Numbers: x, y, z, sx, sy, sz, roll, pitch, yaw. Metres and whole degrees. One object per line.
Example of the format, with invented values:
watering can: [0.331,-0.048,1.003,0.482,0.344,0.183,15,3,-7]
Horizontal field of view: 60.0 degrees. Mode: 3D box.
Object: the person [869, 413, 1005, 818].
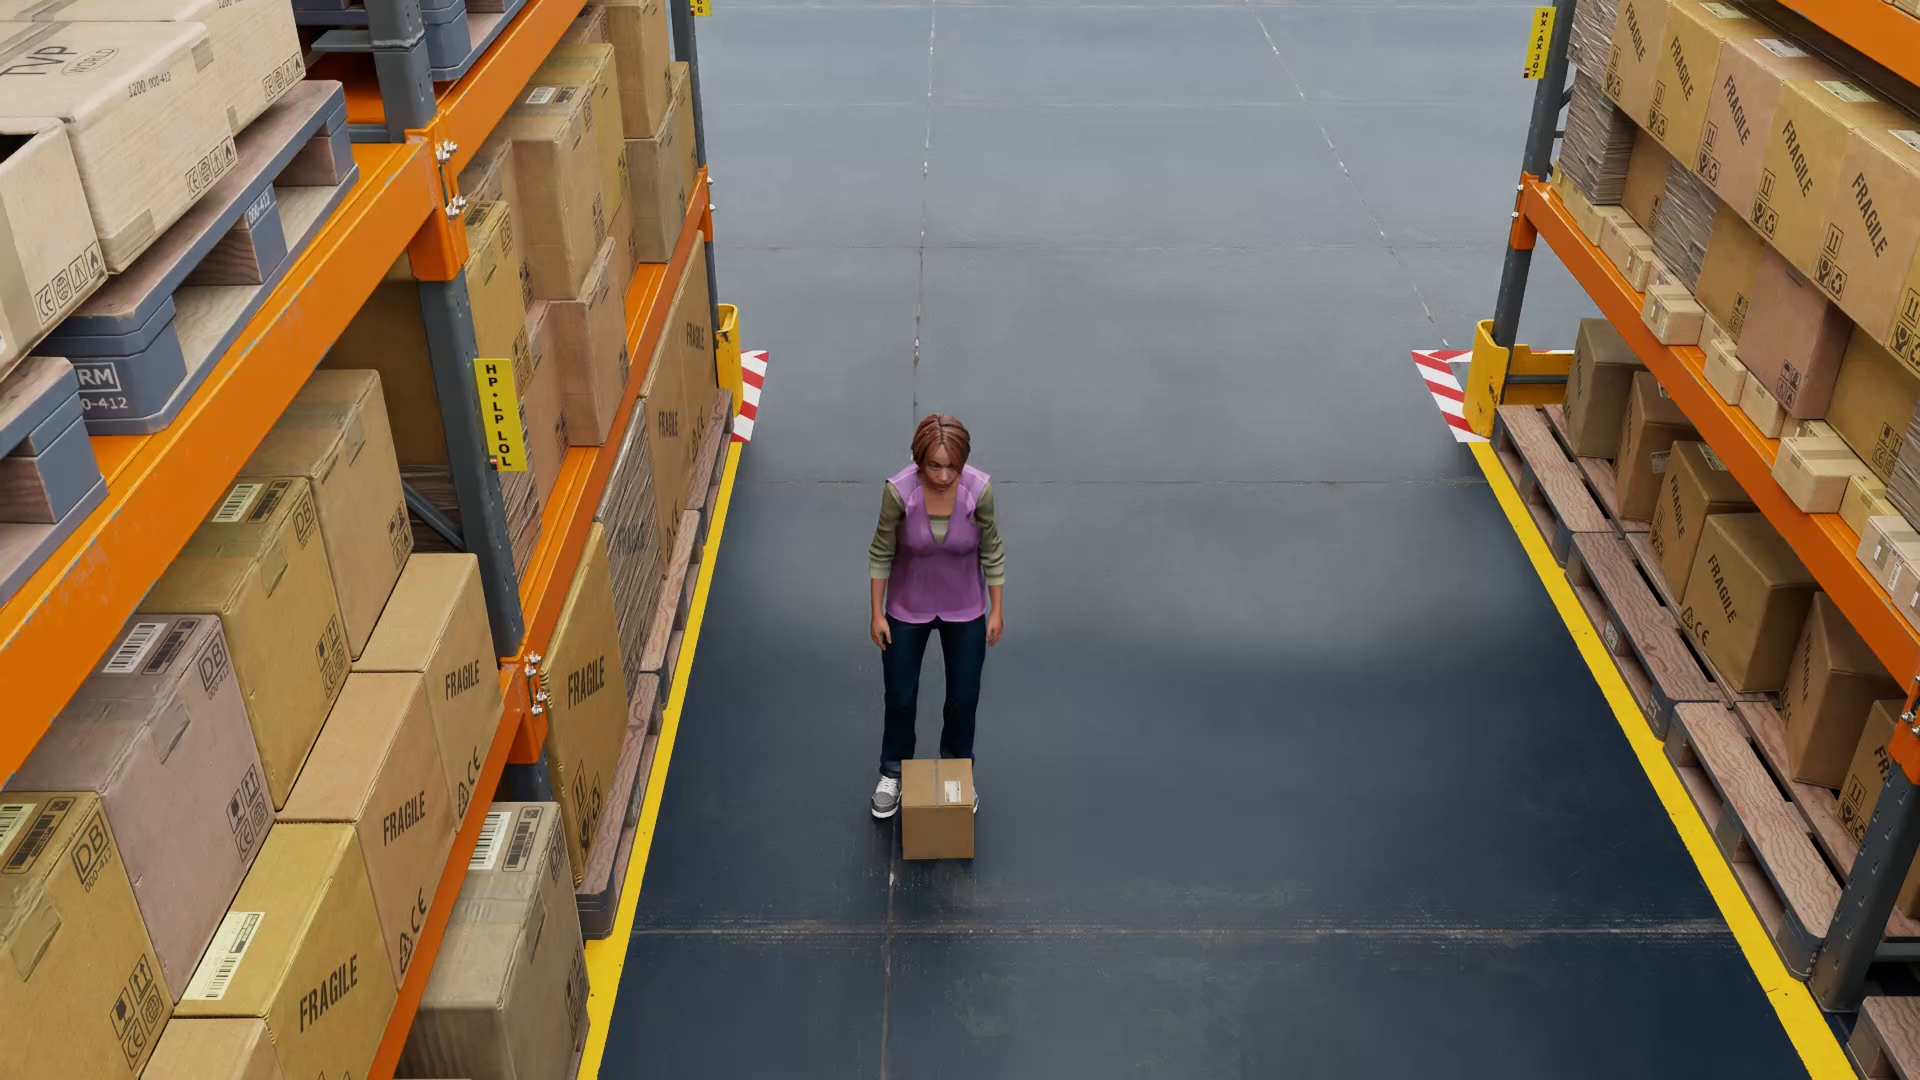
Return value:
person: [-0.086,0.257,5.733,0.485,1.593,0.342,-2,32,-3]
